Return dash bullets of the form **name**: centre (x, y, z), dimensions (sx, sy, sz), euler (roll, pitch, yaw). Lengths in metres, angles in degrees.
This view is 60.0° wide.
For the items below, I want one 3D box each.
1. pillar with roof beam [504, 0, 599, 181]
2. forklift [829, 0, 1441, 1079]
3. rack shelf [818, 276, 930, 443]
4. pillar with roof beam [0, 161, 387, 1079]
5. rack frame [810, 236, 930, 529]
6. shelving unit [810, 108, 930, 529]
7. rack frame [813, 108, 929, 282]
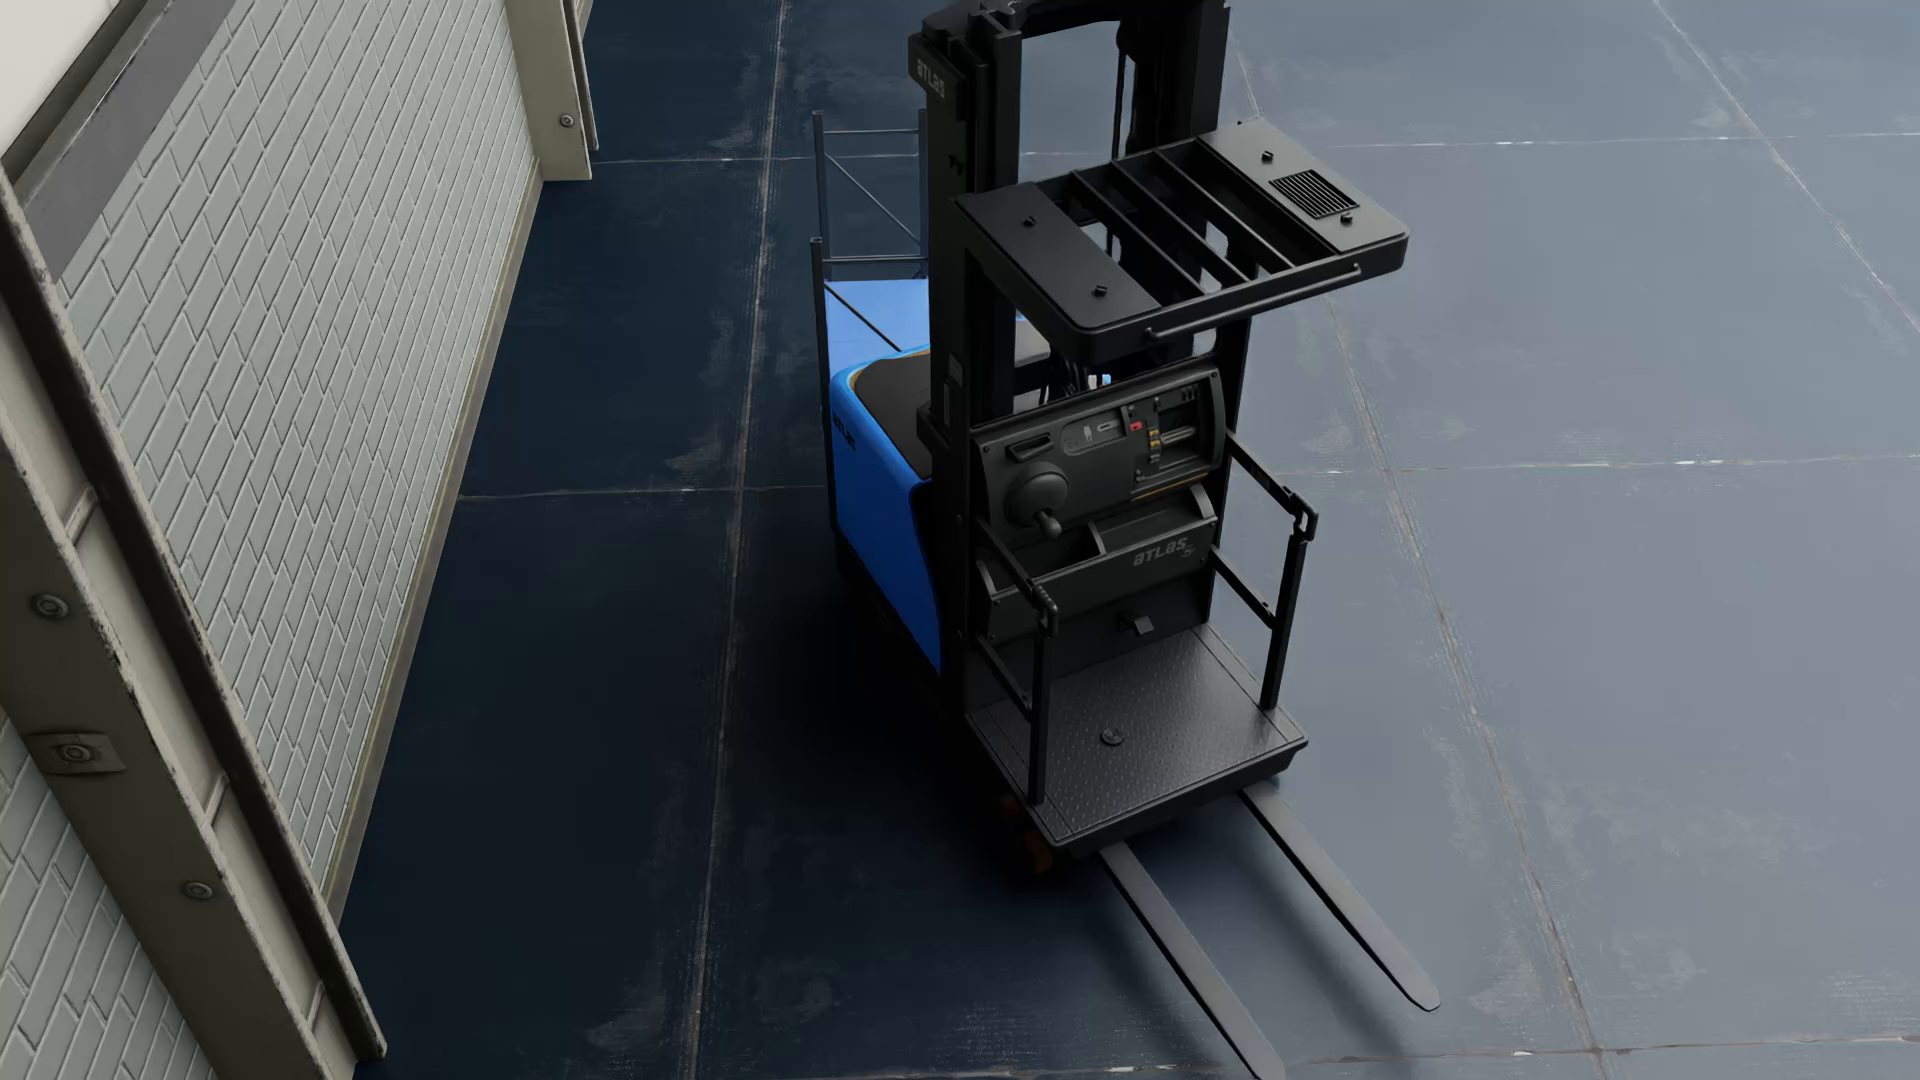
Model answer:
- **pillar with roof beam**: centre (1.986, -5.670, 6.926), dimensions (9.100, 9.000, 0.400), euler (-2, 43, -2)
- **forklift**: centre (0.586, -0.211, 5.460), dimensions (1.130, 2.935, 3.031), euler (-19, 46, -20)
- **rack shelf**: centre (-0.360, -0.831, 7.462), dimensions (0.538, 0.185, 1.000), euler (-2, 43, -2)
- **pillar with roof beam**: centre (2.241, -1.619, 2.507), dimensions (9.100, 9.000, 0.400), euler (-2, 43, -2)
- **rack frame**: centre (-0.331, -0.621, 6.967), dimensions (0.500, 1.500, 0.032), euler (-2, 43, -2)
- **shelving unit**: centre (-0.360, -0.963, 7.341), dimensions (0.538, 1.500, 1.048), euler (-2, 43, -2)
- **rack frame**: centre (-0.388, -1.306, 7.715), dimensions (0.500, 1.500, 0.032), euler (-2, 43, -2)
